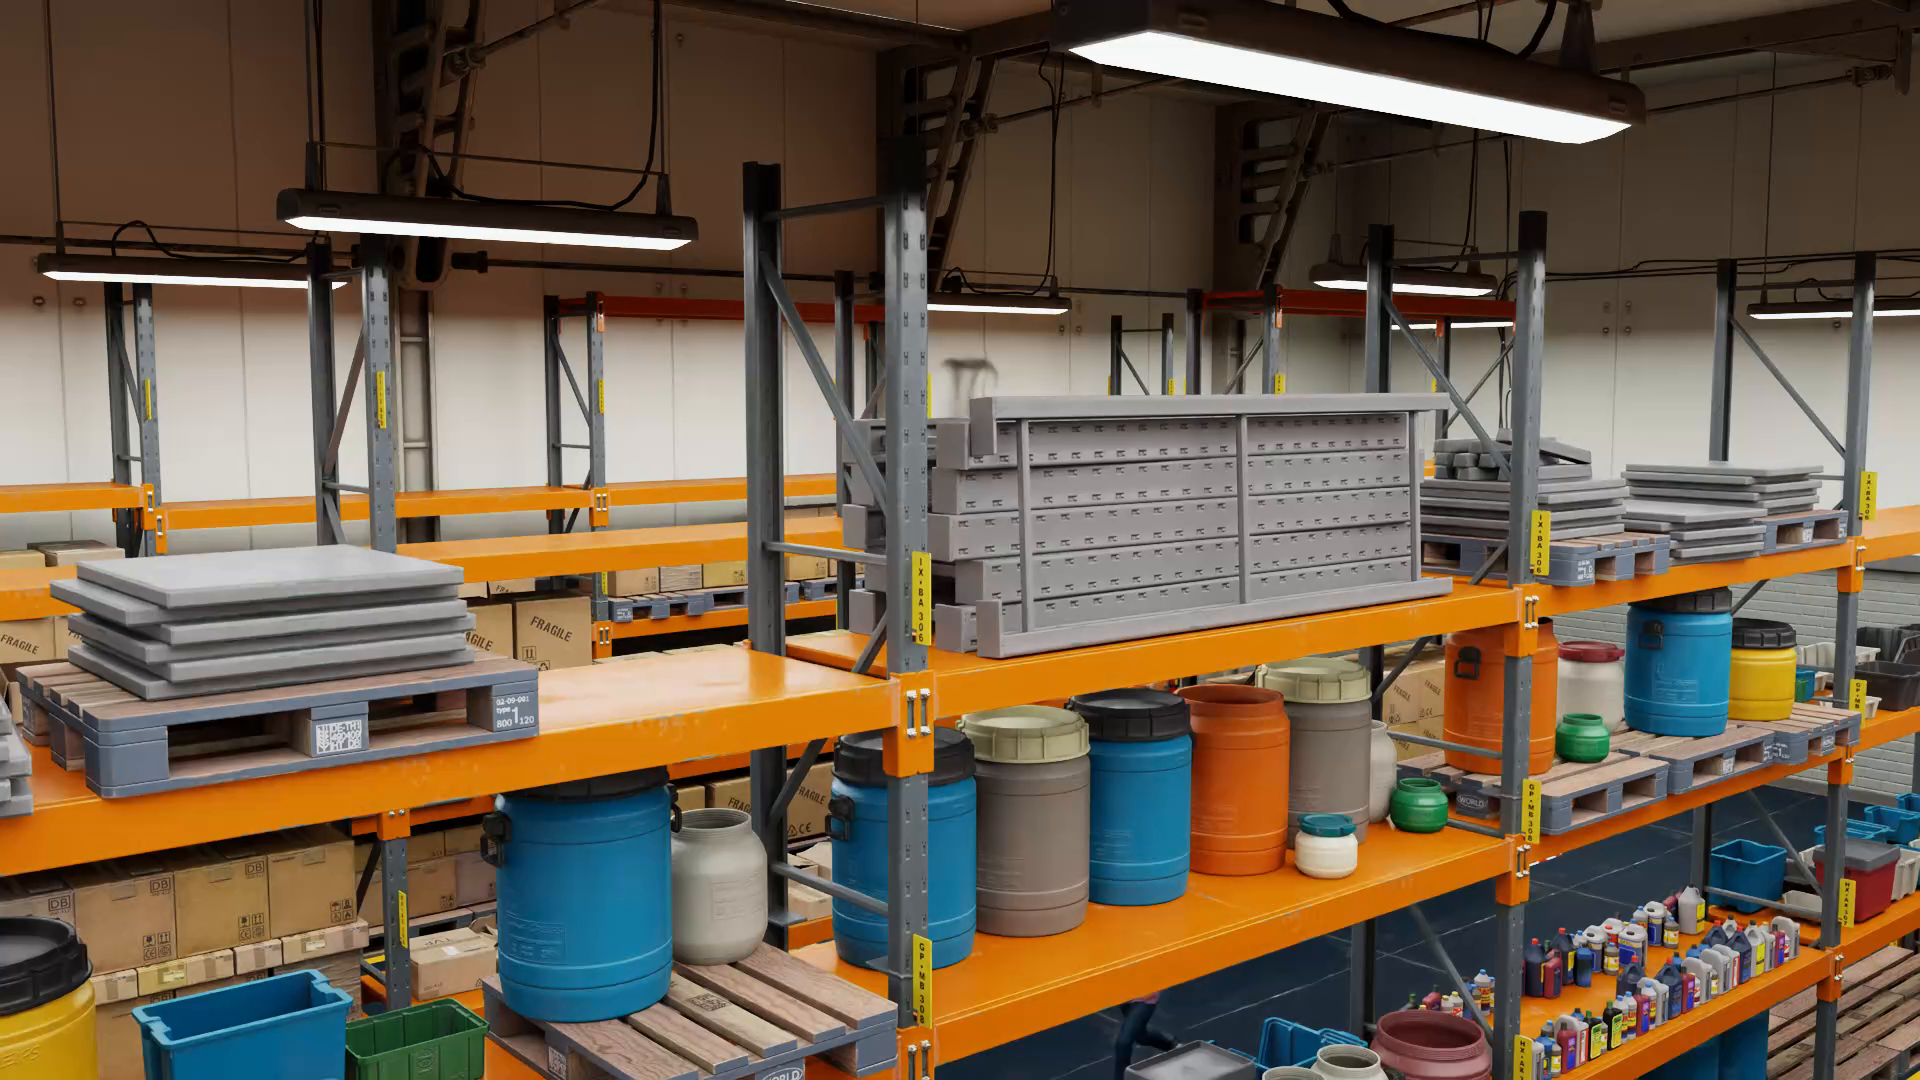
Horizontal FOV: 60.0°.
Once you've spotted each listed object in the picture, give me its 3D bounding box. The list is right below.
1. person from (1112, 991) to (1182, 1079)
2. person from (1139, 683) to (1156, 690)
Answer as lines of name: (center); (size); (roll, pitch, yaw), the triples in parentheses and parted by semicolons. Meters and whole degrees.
person: (1.305, 3.286, 11.861); (0.570, 1.547, 0.912); (5, 7, 41)
person: (2.183, 2.469, 19.360); (0.594, 1.689, 0.667); (-5, 8, -44)
